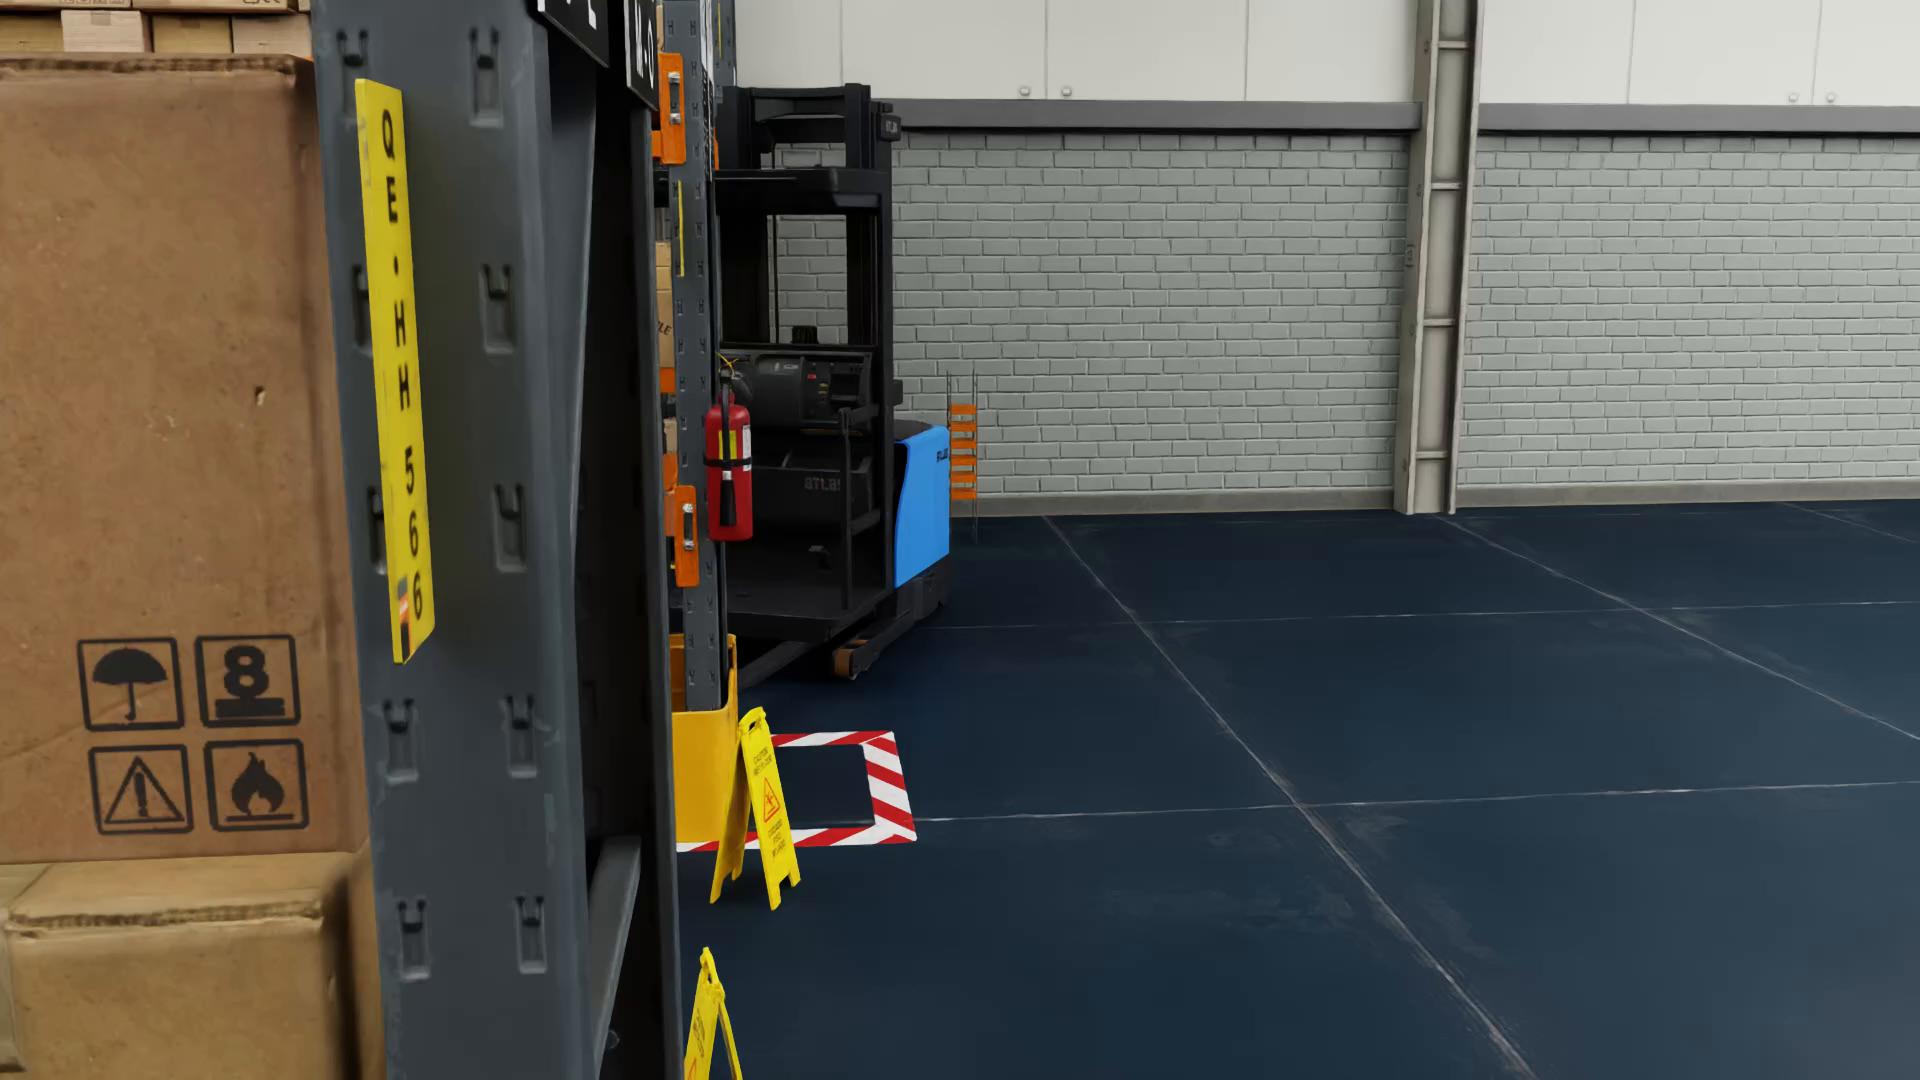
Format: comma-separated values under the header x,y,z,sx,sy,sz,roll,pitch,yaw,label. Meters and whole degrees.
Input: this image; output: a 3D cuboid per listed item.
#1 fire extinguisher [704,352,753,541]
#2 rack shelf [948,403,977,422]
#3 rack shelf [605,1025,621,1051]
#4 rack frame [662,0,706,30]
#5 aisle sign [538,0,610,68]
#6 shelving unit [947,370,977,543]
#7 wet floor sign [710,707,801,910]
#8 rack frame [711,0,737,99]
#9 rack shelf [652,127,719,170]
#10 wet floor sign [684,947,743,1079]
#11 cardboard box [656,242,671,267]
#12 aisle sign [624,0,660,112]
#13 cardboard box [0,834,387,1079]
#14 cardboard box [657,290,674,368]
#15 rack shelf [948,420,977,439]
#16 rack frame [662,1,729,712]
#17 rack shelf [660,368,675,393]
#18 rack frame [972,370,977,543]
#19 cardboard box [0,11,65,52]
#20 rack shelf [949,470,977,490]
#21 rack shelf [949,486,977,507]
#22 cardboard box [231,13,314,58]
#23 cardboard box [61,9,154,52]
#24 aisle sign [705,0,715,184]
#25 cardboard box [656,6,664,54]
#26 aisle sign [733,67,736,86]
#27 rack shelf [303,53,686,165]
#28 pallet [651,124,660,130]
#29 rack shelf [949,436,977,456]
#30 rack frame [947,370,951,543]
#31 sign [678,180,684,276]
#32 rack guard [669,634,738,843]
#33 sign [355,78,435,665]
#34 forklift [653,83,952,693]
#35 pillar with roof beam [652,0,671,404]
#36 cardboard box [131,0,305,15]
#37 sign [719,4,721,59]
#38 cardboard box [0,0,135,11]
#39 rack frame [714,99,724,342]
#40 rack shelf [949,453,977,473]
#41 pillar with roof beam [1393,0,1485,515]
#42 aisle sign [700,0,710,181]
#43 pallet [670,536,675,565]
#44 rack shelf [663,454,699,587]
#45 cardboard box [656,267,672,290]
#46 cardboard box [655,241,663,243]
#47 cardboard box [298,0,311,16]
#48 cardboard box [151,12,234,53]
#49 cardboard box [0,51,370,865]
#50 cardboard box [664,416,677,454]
x,y,z,sx,sy,sz,roll,pitch,yaw,label
-0.843,-0.340,6.022,0.183,0.674,0.296,-1,11,-6,fire extinguisher
0.014,-0.899,11.693,0.180,0.103,0.258,-1,11,-6,rack shelf
-2.360,0.878,1.491,4.000,0.370,1.077,-1,11,-6,rack shelf
-1.006,-3.408,5.873,0.127,3.000,1.000,-1,11,-6,rack frame
-0.268,-0.736,1.098,0.004,0.787,0.394,-1,11,-6,aisle sign
0.014,-0.589,11.754,0.189,1.200,0.258,-1,11,-6,shelving unit
-0.702,0.893,5.655,0.232,0.644,0.267,3,11,14,wet floor sign
-1.546,-4.359,10.714,0.127,3.000,1.000,-1,11,-6,rack frame
-3.534,-2.493,10.861,4.000,0.370,1.077,-1,11,-6,rack shelf
-0.556,1.258,3.795,0.232,0.644,0.267,-3,12,-16,wet floor sign
-1.879,-1.881,10.949,0.250,0.149,0.380,-1,11,-6,cardboard box
-0.333,-0.851,1.683,0.004,0.787,0.394,-1,11,-6,aisle sign
-0.735,0.426,1.536,0.550,0.550,0.875,-1,11,-6,cardboard box
-2.007,-1.404,10.975,0.500,0.500,0.500,-1,11,-7,cardboard box
0.014,-0.781,11.716,0.180,0.103,0.258,-1,11,-6,rack shelf
-1.006,-0.464,6.452,0.127,3.000,1.000,-1,11,-6,rack frame
-3.534,-1.021,11.151,4.000,0.370,1.077,-1,11,-6,rack shelf
0.105,-0.591,11.764,0.006,1.200,0.240,-1,11,-6,rack frame
-3.111,-1.721,5.719,0.250,0.149,0.380,-1,11,-6,cardboard box
0.014,-0.428,11.786,0.180,0.103,0.258,-1,11,-6,rack shelf
0.014,-0.310,11.809,0.180,0.103,0.258,-1,11,-6,rack shelf
-2.344,-1.734,5.788,0.250,0.149,0.380,-1,11,-7,cardboard box
-2.853,-1.711,5.670,0.250,0.149,0.380,-1,11,-7,cardboard box
-0.978,-1.800,6.510,0.004,0.787,0.394,-1,11,-6,aisle sign
-1.960,-3.136,10.659,0.500,0.500,0.500,-1,11,-4,cardboard box
-1.449,-2.636,10.763,0.004,0.787,0.394,-1,11,-6,aisle sign
-2.995,-1.541,6.020,4.000,0.370,1.077,-1,11,-6,rack shelf
-2.252,-2.834,10.963,1.213,0.211,1.003,-1,11,-6,pallet
0.014,-0.663,11.739,0.180,0.103,0.258,-1,11,-6,rack shelf
-0.077,-0.587,11.744,0.006,1.200,0.240,-1,11,-6,rack frame
-0.966,-1.080,5.766,0.005,0.325,0.100,-1,11,-6,sign
-1.082,0.764,6.685,0.348,0.500,1.175,-1,11,-6,rack guard
-0.326,-0.097,0.968,0.005,0.325,0.100,-1,11,-6,sign
-0.960,-0.819,8.437,1.130,2.935,3.031,3,12,16,forklift
-1.871,-3.692,7.320,0.400,9.000,9.100,-1,11,-6,pillar with roof beam
-2.501,-1.924,5.719,0.500,0.250,0.500,-1,11,-4,cardboard box
-1.501,-3.179,10.395,0.005,0.325,0.100,-1,11,-6,sign
-3.003,-1.913,5.663,0.500,0.250,0.500,-1,11,-6,cardboard box
-1.546,-1.416,11.293,0.127,3.000,1.000,-1,11,-6,rack frame
0.014,-0.545,11.762,0.180,0.103,0.258,-1,11,-6,rack shelf
4.094,-3.817,7.956,0.400,9.000,9.100,-1,11,-6,pillar with roof beam
-0.913,-1.685,5.924,0.004,0.787,0.394,-1,11,-6,aisle sign
-2.302,-0.024,11.440,1.213,0.211,1.003,-1,11,-6,pallet
-2.995,-0.069,6.309,4.000,0.370,1.077,-1,11,-6,rack shelf
-1.860,-1.722,10.911,0.250,0.149,0.380,-1,11,-5,cardboard box
-2.174,-1.969,11.398,0.250,0.149,0.380,-1,11,-4,cardboard box
-1.988,-1.938,5.792,0.500,0.250,0.500,-1,11,-7,cardboard box
-2.607,-1.730,5.767,0.250,0.149,0.380,-2,11,-8,cardboard box
-0.744,-0.120,1.513,0.550,0.550,0.875,-1,11,-6,cardboard box
-1.970,-0.694,11.068,0.500,0.250,0.500,-1,11,-4,cardboard box
